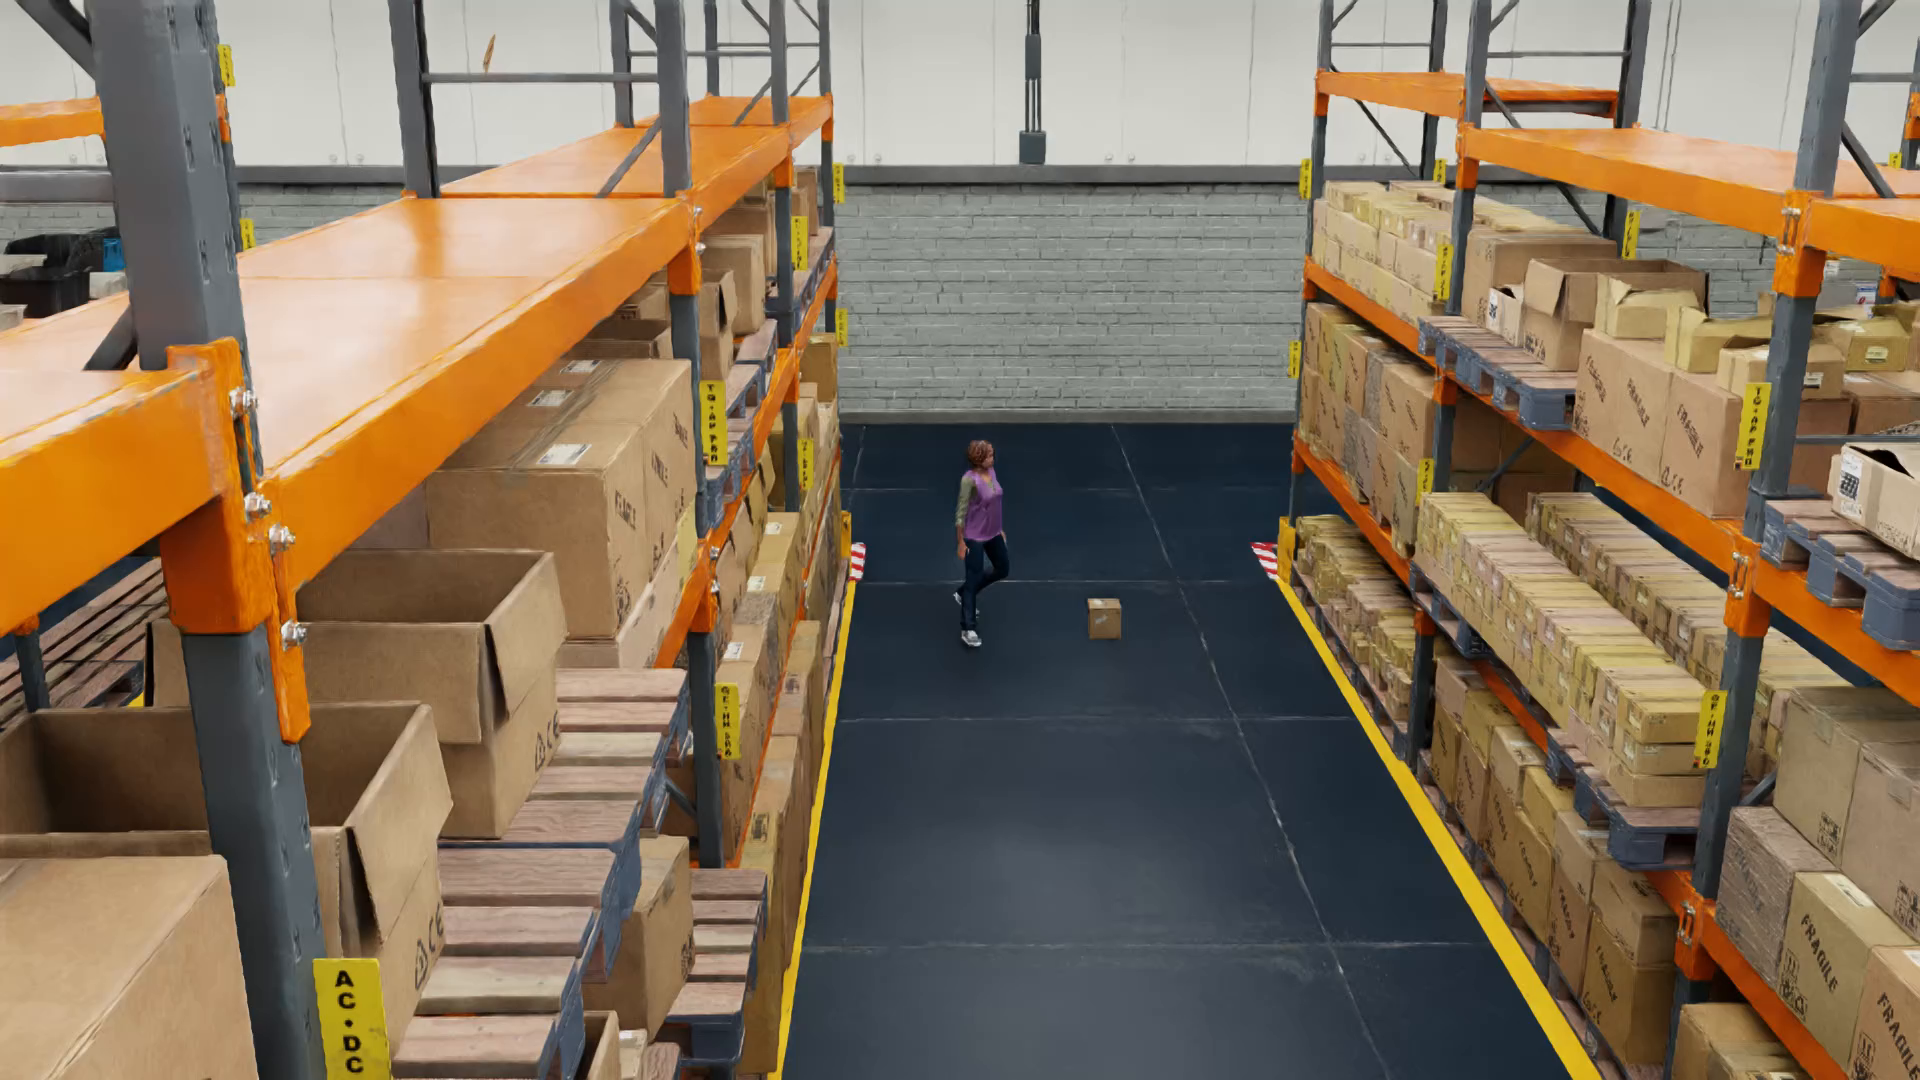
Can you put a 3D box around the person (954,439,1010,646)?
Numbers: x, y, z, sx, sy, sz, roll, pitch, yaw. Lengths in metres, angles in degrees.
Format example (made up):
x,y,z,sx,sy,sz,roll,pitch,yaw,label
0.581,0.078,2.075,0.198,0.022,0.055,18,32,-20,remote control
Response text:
x,y,z,sx,sy,sz,roll,pitch,yaw,label
0.102,-0.023,13.076,0.498,1.594,0.560,12,21,33,person
